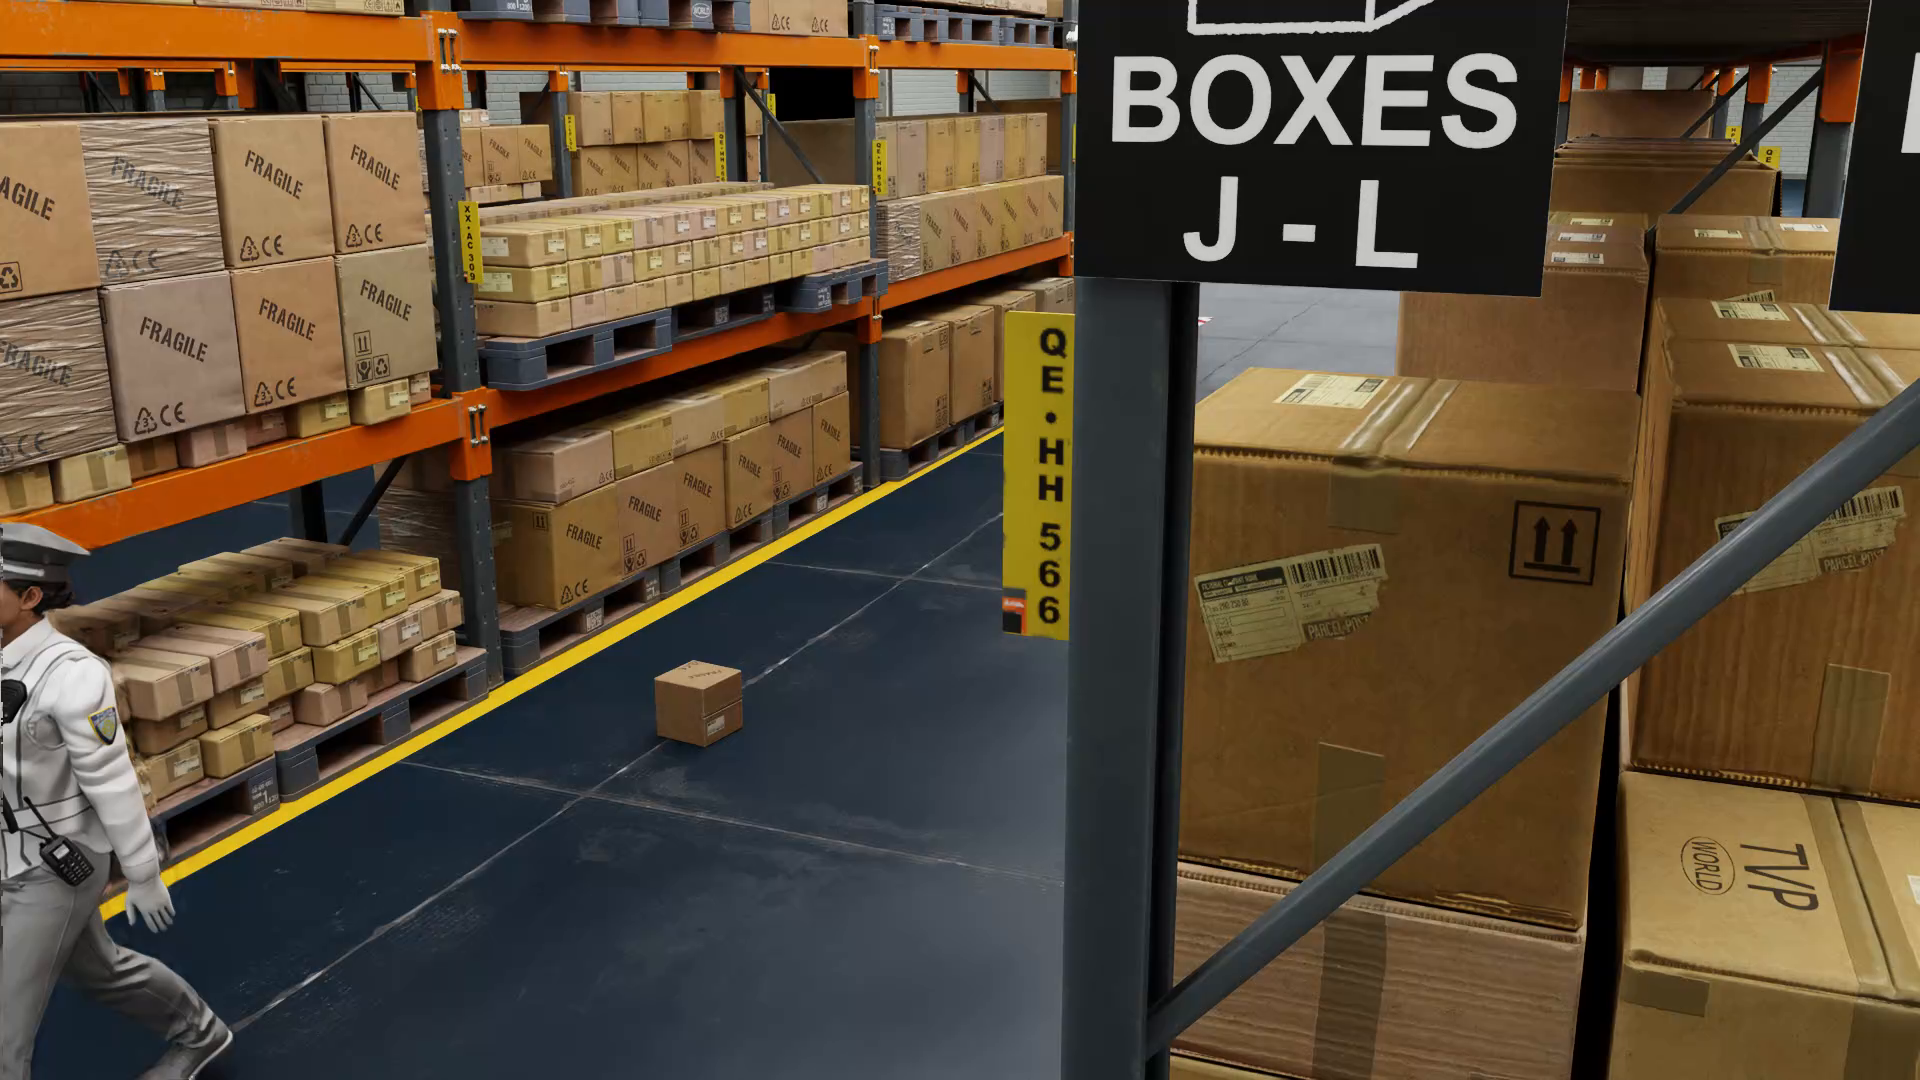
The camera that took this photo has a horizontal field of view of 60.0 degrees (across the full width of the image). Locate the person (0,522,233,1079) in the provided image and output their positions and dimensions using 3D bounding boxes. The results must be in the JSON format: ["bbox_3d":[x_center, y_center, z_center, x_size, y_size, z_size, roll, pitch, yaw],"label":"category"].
[{"bbox_3d":[-2.160,0.740,3.804,0.521,1.632,1.012,10,18,31],"label":"person"}]
